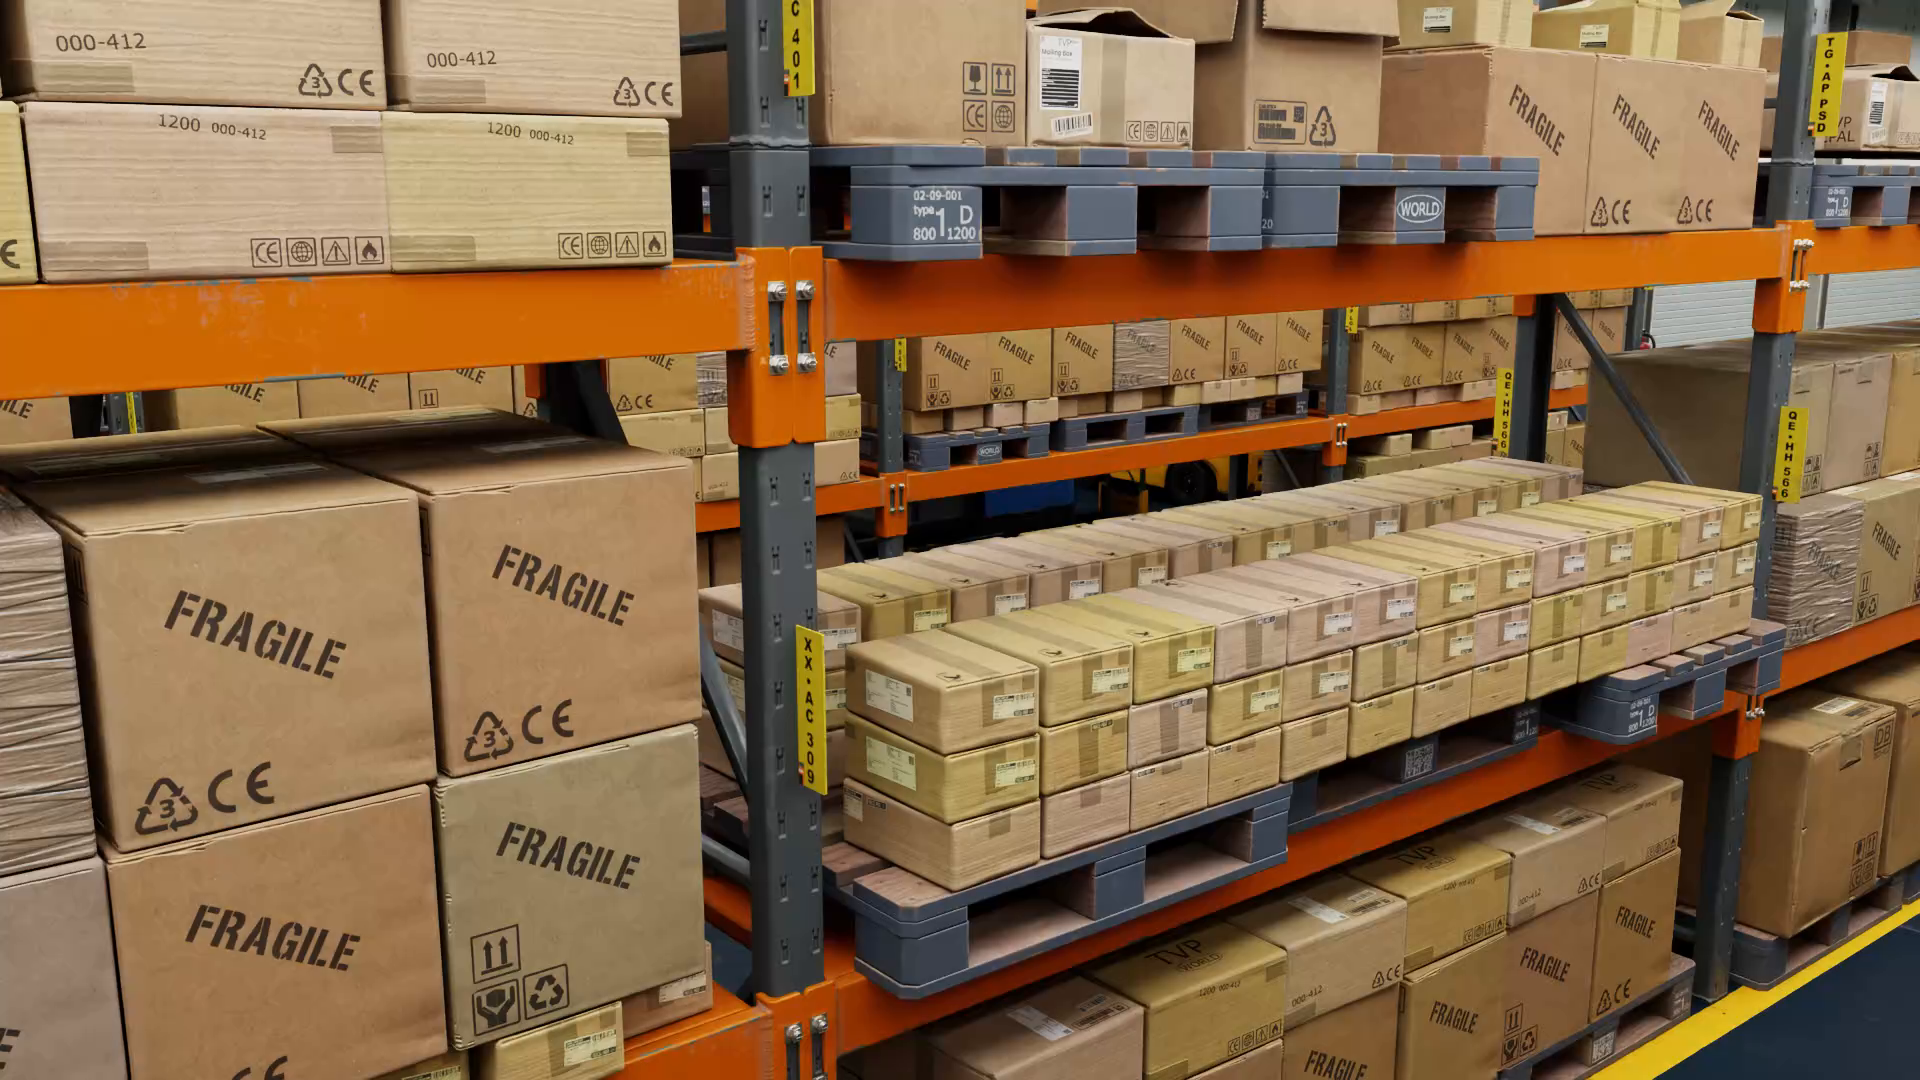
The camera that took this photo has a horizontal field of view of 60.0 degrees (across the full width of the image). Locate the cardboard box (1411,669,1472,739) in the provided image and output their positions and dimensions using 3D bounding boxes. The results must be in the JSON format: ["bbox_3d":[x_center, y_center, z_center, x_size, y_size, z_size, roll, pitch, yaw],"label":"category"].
[{"bbox_3d":[1.172,0.408,4.581,0.250,0.149,0.380,-10,16,-40],"label":"cardboard box"}]

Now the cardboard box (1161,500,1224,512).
[{"bbox_3d":[2.030,-0.010,12.270,0.625,0.372,0.950,-9,15,-37],"label":"cardboard box"}]

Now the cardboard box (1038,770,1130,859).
[{"bbox_3d":[0.170,0.573,3.801,0.250,0.149,0.380,-9,15,-37],"label":"cardboard box"}]

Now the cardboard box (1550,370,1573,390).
[{"bbox_3d":[4.879,-1.352,13.881,0.250,0.149,0.380,-9,15,-37],"label":"cardboard box"}]

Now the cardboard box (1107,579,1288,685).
[{"bbox_3d":[0.569,0.217,4.046,0.250,0.149,0.380,-10,15,-38],"label":"cardboard box"}]

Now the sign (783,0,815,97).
[{"bbox_3d":[-0.293,-0.964,2.980,0.005,0.325,0.100,-9,15,-38],"label":"sign"}]

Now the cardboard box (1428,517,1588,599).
[{"bbox_3d":[1.589,0.046,4.850,0.250,0.149,0.380,-9,15,-38],"label":"cardboard box"}]

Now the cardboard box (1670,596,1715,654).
[{"bbox_3d":[2.193,0.238,5.379,0.250,0.149,0.380,-9,15,-38],"label":"cardboard box"}]

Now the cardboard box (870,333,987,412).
[{"bbox_3d":[-0.190,-1.060,9.932,0.500,0.500,0.500,-10,16,-39],"label":"cardboard box"}]

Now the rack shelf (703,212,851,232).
[{"bbox_3d":[-2.247,-1.495,8.460,4.000,0.370,1.077,-9,15,-38],"label":"rack shelf"}]

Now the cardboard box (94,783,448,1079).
[{"bbox_3d":[-1.245,0.651,2.886,0.500,0.500,0.500,-10,16,-39],"label":"cardboard box"}]

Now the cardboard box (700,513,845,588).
[{"bbox_3d":[-1.277,0.271,9.737,0.875,0.875,0.875,-10,15,-38],"label":"cardboard box"}]

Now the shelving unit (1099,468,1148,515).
[{"bbox_3d":[1.108,-0.916,14.832,1.083,1.500,0.587,-9,15,-38],"label":"shelving unit"}]

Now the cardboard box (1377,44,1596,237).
[{"bbox_3d":[1.423,-1.119,4.717,0.500,0.500,0.500,-9,15,-38],"label":"cardboard box"}]

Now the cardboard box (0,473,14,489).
[{"bbox_3d":[-1.950,0.135,2.908,0.500,0.500,0.500,-9,15,-37],"label":"cardboard box"}]

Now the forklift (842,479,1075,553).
[{"bbox_3d":[-0.470,-1.337,13.367,3.031,2.935,1.130,-10,16,-39],"label":"forklift"}]

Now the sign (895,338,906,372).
[{"bbox_3d":[-0.336,-1.116,9.377,0.005,0.325,0.100,-9,15,-38],"label":"sign"}]

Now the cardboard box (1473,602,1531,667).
[{"bbox_3d":[1.379,0.228,4.712,0.250,0.149,0.380,-9,15,-36],"label":"cardboard box"}]

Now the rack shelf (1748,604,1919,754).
[{"bbox_3d":[4.047,0.243,7.497,4.000,0.370,1.077,-9,15,-38],"label":"rack shelf"}]

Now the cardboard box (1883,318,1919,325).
[{"bbox_3d":[4.825,-0.774,7.906,0.500,0.500,0.700,-10,15,-39],"label":"cardboard box"}]

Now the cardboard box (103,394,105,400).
[{"bbox_3d":[-5.991,-1.273,11.651,0.500,0.500,0.700,-9,15,-37],"label":"cardboard box"}]

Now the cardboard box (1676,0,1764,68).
[{"bbox_3d":[2.332,-1.646,5.352,0.258,0.266,0.396,-9,15,-38],"label":"cardboard box"}]

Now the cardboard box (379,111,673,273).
[{"bbox_3d":[-0.852,-0.617,2.953,0.500,0.250,0.500,-9,15,-36],"label":"cardboard box"}]

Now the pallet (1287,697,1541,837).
[{"bbox_3d":[0.966,0.508,4.979,1.213,0.211,1.003,-9,15,-38],"label":"pallet"}]

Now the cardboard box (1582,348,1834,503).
[{"bbox_3d":[2.842,-0.444,6.352,0.500,0.500,0.700,-10,15,-38],"label":"cardboard box"}]

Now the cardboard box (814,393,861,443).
[{"bbox_3d":[-0.905,-0.707,9.392,0.500,0.250,0.500,-10,15,-38],"label":"cardboard box"}]

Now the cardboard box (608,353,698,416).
[{"bbox_3d":[-1.713,-0.937,8.671,0.500,0.500,0.500,-9,15,-38],"label":"cardboard box"}]

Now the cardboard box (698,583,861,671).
[{"bbox_3d":[-0.446,0.212,4.070,0.250,0.149,0.380,-9,15,-35],"label":"cardboard box"}]

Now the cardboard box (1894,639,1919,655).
[{"bbox_3d":[4.425,0.746,7.799,0.750,0.750,1.050,-9,15,-38],"label":"cardboard box"}]

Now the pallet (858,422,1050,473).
[{"bbox_3d":[-0.196,-0.655,10.456,1.003,0.211,1.213,-9,15,-38],"label":"pallet"}]

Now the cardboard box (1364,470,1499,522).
[{"bbox_3d":[1.601,-0.128,5.673,0.250,0.149,0.380,-10,15,-38],"label":"cardboard box"}]

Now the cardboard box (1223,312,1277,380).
[{"bbox_3d":[1.834,-1.397,11.517,0.500,0.500,0.500,-9,15,-37],"label":"cardboard box"}]

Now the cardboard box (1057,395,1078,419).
[{"bbox_3d":[0.536,-0.870,10.596,0.250,0.149,0.380,-8,15,-34],"label":"cardboard box"}]

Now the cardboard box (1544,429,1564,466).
[{"bbox_3d":[4.693,-0.690,13.961,0.500,0.500,0.500,-9,15,-36],"label":"cardboard box"}]

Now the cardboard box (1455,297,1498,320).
[{"bbox_3d":[3.738,-1.987,12.903,0.500,0.500,0.700,-10,15,-39],"label":"cardboard box"}]

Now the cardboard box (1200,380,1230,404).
[{"bbox_3d":[1.616,-1.025,11.329,0.250,0.149,0.380,-9,15,-37],"label":"cardboard box"}]

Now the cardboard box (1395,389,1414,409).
[{"bbox_3d":[3.238,-1.105,12.716,0.250,0.149,0.380,-10,15,-38],"label":"cardboard box"}]

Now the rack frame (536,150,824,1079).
[{"bbox_3d":[-0.638,0.669,3.755,0.127,3.000,1.000,-9,15,-38],"label":"rack frame"}]

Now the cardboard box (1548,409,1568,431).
[{"bbox_3d":[4.854,-1.017,13.940,0.250,0.149,0.380,-9,15,-36],"label":"cardboard box"}]

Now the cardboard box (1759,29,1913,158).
[{"bbox_3d":[3.668,-1.891,7.100,0.500,0.500,0.500,-9,15,-38],"label":"cardboard box"}]

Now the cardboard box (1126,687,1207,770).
[{"bbox_3d":[0.360,0.397,3.914,0.250,0.149,0.380,-9,15,-36],"label":"cardboard box"}]

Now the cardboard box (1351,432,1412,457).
[{"bbox_3d":[3.202,-0.742,12.645,0.250,0.149,0.380,-9,15,-37],"label":"cardboard box"}]

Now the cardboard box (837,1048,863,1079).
[{"bbox_3d":[-0.214,1.182,4.542,0.500,0.250,0.500,-10,16,-39],"label":"cardboard box"}]

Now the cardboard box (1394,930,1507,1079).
[{"bbox_3d":[1.325,1.433,5.164,0.500,0.500,0.500,-10,16,-40],"label":"cardboard box"}]

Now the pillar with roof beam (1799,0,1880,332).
[{"bbox_3d":[18.096,-7.110,25.948,0.548,9.000,9.100,-9,15,-38],"label":"pillar with roof beam"}]

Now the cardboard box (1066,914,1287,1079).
[{"bbox_3d":[0.519,1.197,4.470,0.500,0.250,0.500,-9,15,-36],"label":"cardboard box"}]

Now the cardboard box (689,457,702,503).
[{"bbox_3d":[-1.711,-0.327,8.807,0.500,0.250,0.500,-10,15,-38],"label":"cardboard box"}]

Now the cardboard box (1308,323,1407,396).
[{"bbox_3d":[2.956,-1.365,12.378,0.500,0.500,0.500,-9,15,-38],"label":"cardboard box"}]

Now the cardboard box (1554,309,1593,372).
[{"bbox_3d":[4.916,-1.693,13.922,0.500,0.500,0.500,-9,15,-38],"label":"cardboard box"}]

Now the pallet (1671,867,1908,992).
[{"bbox_3d":[3.148,1.424,6.913,1.213,0.211,1.003,-9,15,-38],"label":"pallet"}]

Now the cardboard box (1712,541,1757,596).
[{"bbox_3d":[2.384,0.060,5.502,0.250,0.149,0.380,-9,15,-37],"label":"cardboard box"}]

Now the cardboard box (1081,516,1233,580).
[{"bbox_3d":[0.572,0.043,4.866,0.250,0.149,0.380,-10,16,-40],"label":"cardboard box"}]

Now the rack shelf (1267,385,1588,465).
[{"bbox_3d":[4.000,-1.066,13.660,4.000,0.370,1.077,-9,15,-38],"label":"rack shelf"}]
